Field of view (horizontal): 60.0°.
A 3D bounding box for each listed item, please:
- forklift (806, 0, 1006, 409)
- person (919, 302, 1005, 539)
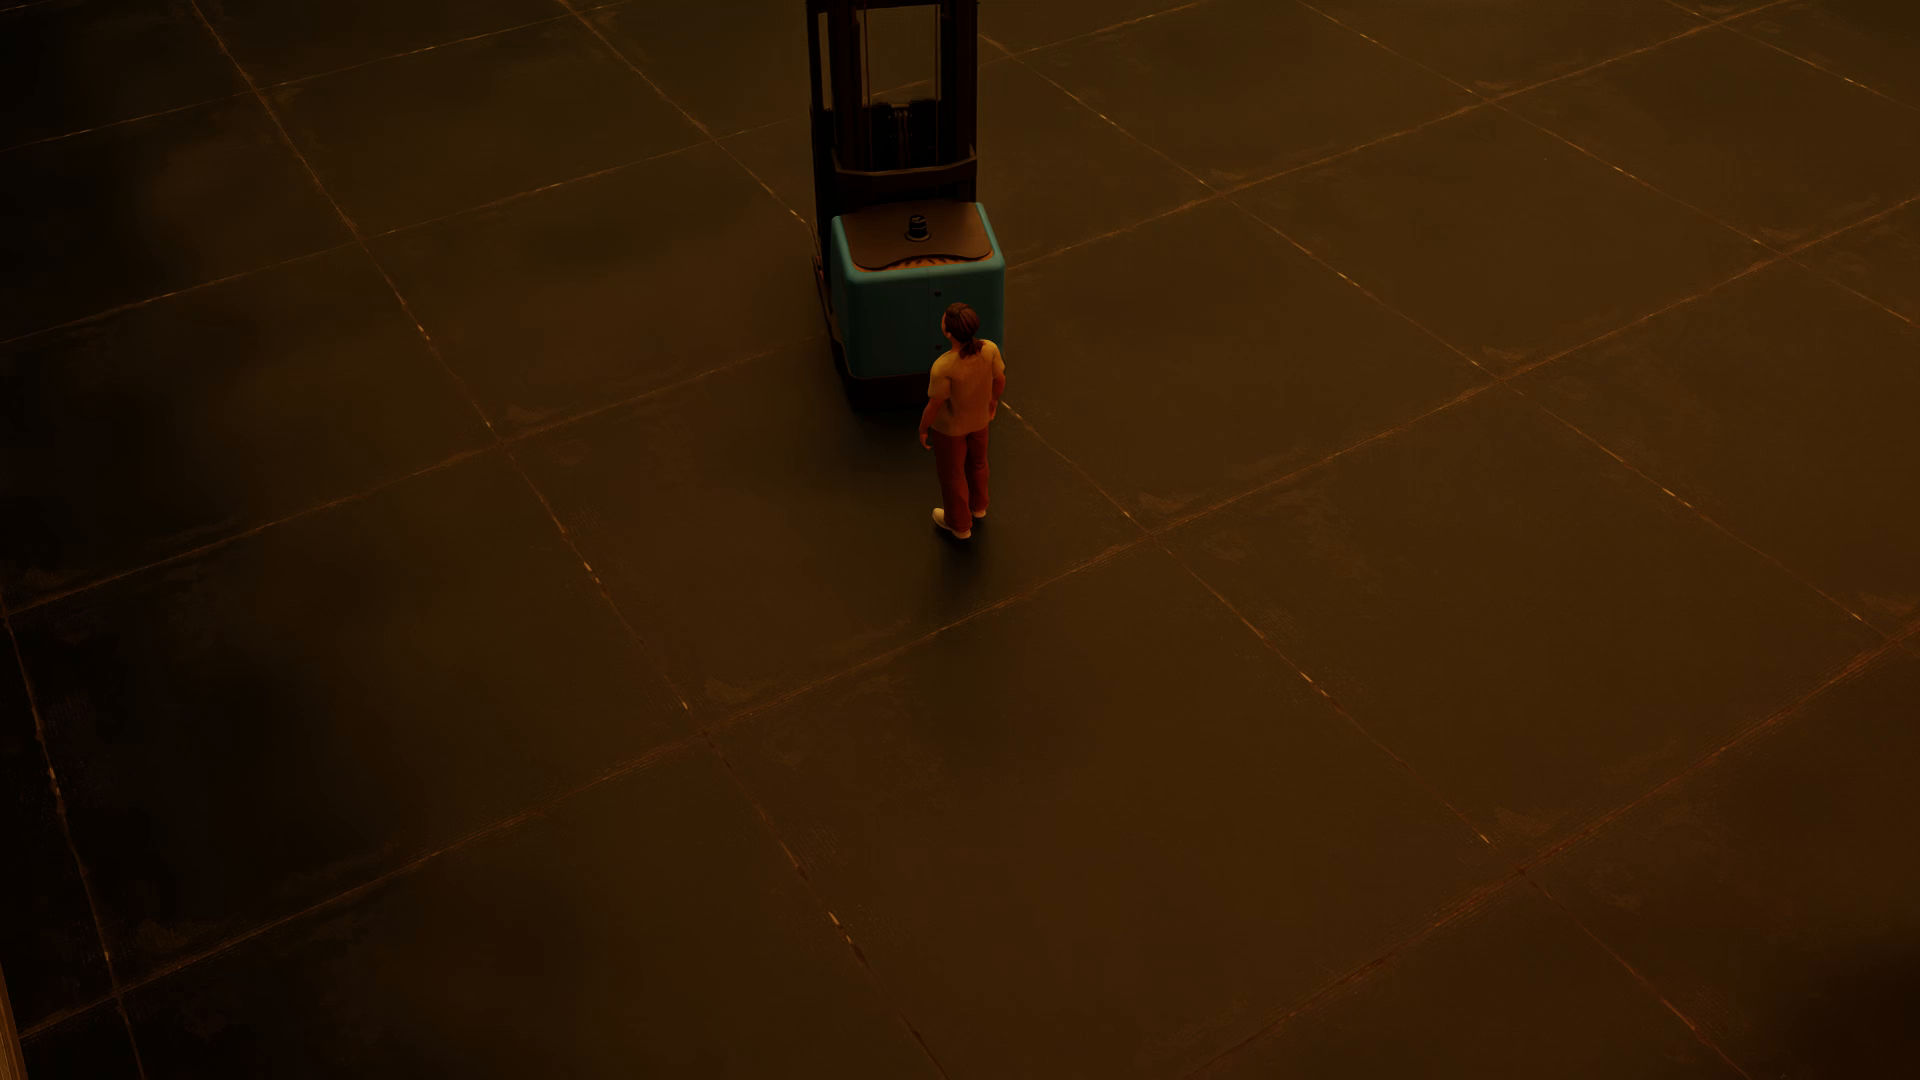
[{"bbox_3d":[-0.478,-2.945,11.241,1.130,2.935,3.031,-7,42,-8],"label":"forklift"},{"bbox_3d":[-0.030,-0.711,9.567,0.554,1.675,0.548,-23,46,-24],"label":"person"}]
